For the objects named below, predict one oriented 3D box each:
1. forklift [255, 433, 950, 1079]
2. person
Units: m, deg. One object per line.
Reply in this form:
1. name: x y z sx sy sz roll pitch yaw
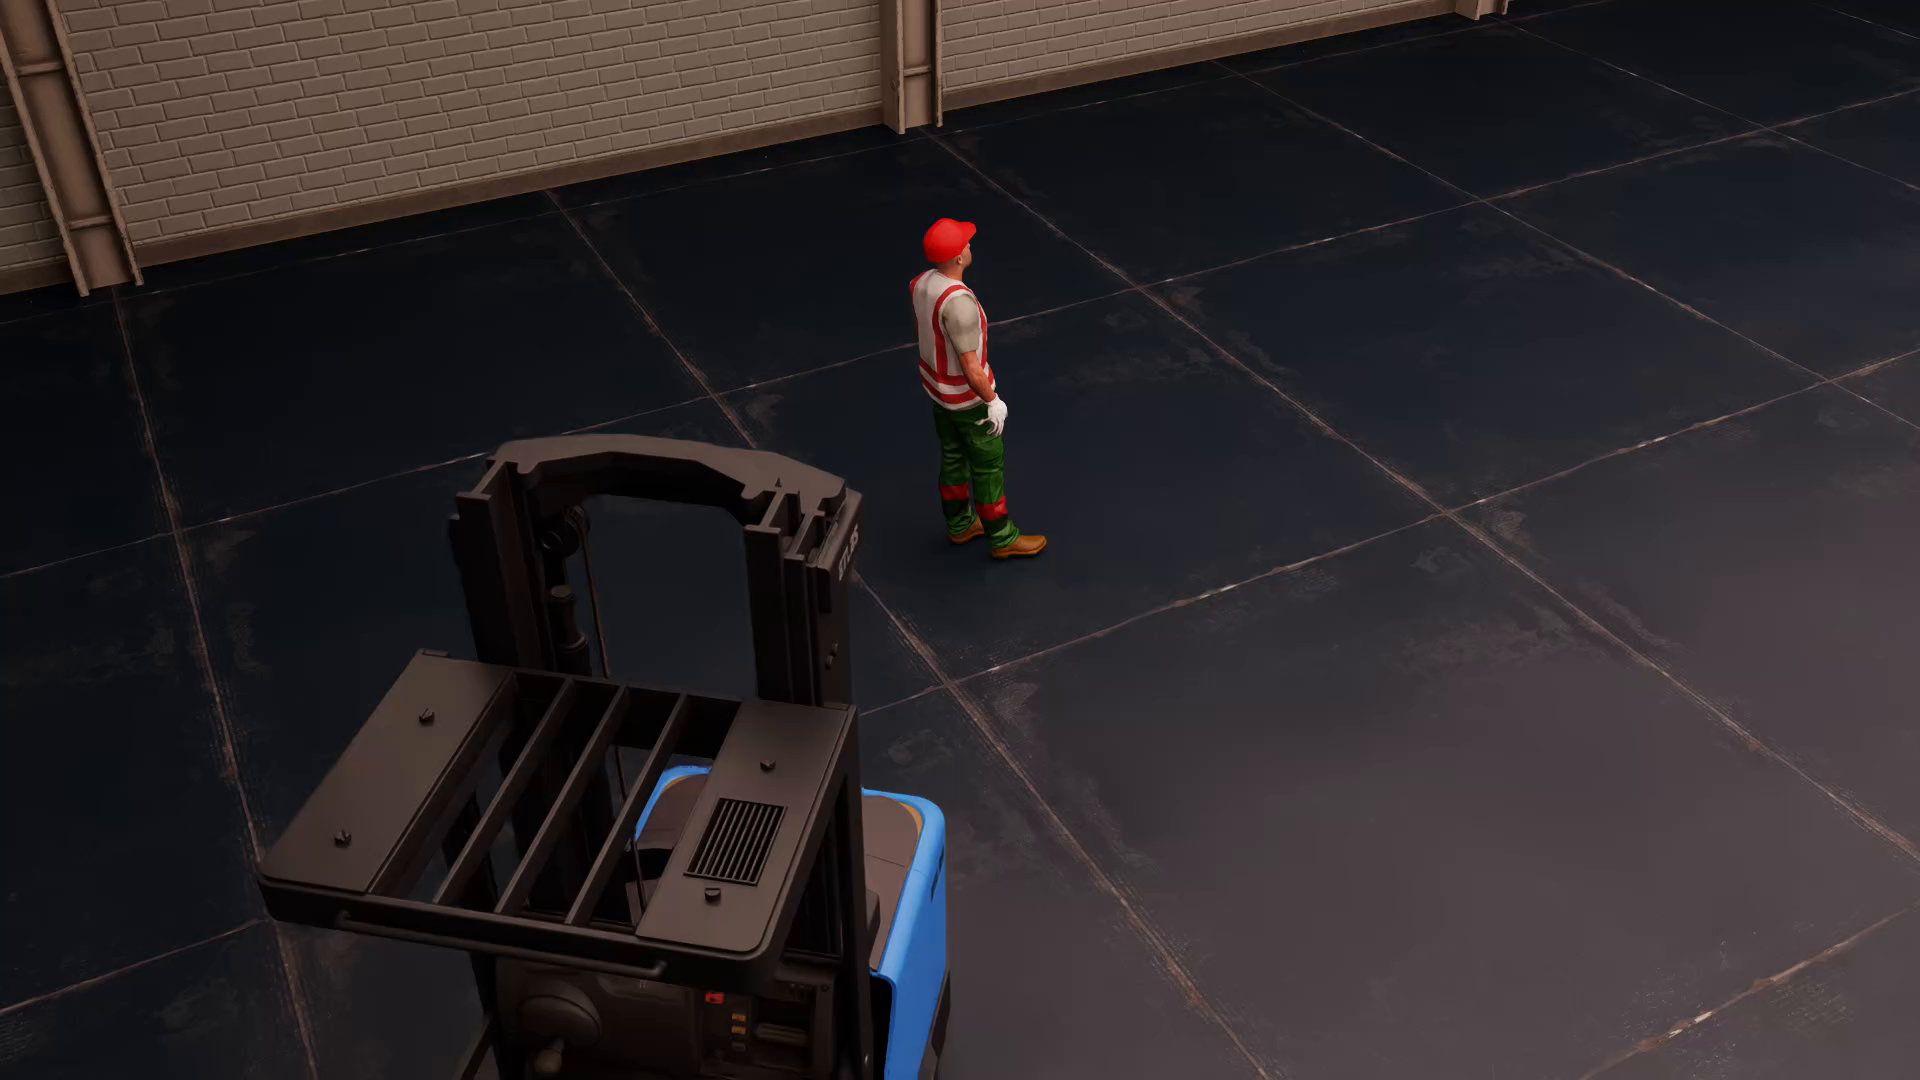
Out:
1. forklift: -0.826 1.329 4.243 1.130 2.935 3.031 7 36 9
2. person: 0.076 -0.753 8.165 0.562 1.789 0.638 -17 39 -23
